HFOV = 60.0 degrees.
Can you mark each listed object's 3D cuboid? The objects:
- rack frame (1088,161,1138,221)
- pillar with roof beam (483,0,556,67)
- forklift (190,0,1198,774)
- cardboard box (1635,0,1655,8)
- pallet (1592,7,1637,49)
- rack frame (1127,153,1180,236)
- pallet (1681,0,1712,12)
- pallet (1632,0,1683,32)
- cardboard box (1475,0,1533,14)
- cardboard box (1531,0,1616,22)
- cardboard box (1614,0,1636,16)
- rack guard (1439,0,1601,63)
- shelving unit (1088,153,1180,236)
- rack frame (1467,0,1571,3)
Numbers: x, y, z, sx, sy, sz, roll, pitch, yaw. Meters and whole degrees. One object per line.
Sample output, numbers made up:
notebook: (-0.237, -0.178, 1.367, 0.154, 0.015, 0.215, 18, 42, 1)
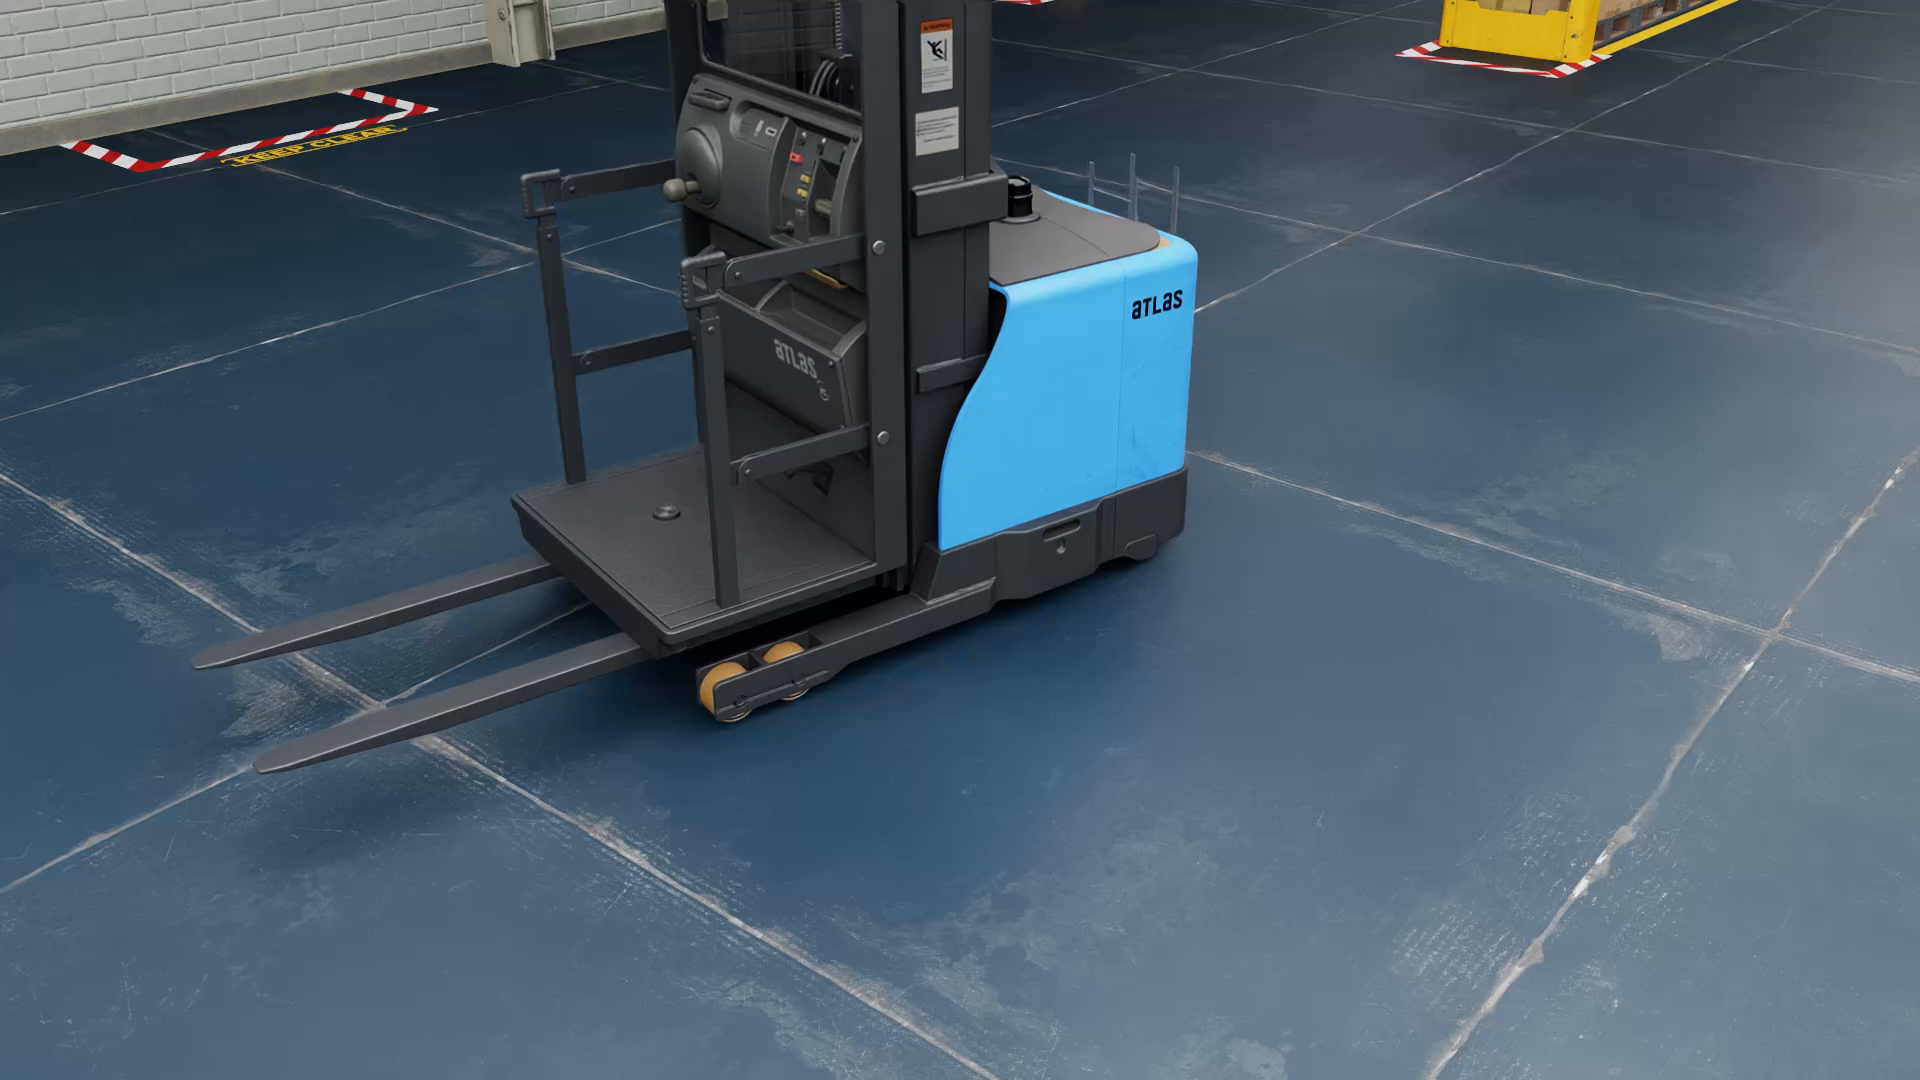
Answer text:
rack frame: (0.510, -0.698, 5.794, 0.006, 1.200, 0.240, -19, 33, -32)
pillar with roof beam: (-0.091, -6.487, 8.496, 9.100, 9.000, 0.400, 21, 34, 34)
forklift: (-0.724, -1.058, 4.605, 3.031, 2.935, 1.130, -19, 33, -32)
cardboard box: (5.597, -4.707, 14.119, 0.500, 0.250, 0.500, 21, 34, 34)
pallet: (4.905, -4.306, 13.843, 1.003, 0.211, 1.213, 21, 34, 34)
rack frame: (0.657, -0.748, 5.890, 0.006, 1.200, 0.240, -19, 33, -32)
pallet: (6.457, -5.171, 15.515, 1.003, 0.211, 1.213, 21, 34, 34)
pallet: (5.681, -4.736, 14.676, 1.003, 0.211, 1.213, 21, 34, 34)
cardboard box: (4.564, -4.503, 13.724, 0.500, 0.250, 0.500, 21, 34, 34)
cardboard box: (4.964, -4.351, 13.432, 0.500, 0.250, 0.500, 21, 34, 34)
cardboard box: (5.279, -4.530, 13.777, 0.500, 0.250, 0.500, 21, 34, 34)
rack guard: (4.436, -4.142, 13.213, 1.175, 0.500, 0.348, 21, 34, 34)
shelving unit: (0.584, -0.723, 5.842, 0.189, 1.200, 0.258, -19, 33, -32)
rack frame: (4.451, -5.261, 12.655, 1.000, 3.000, 0.127, 21, 34, 34)
